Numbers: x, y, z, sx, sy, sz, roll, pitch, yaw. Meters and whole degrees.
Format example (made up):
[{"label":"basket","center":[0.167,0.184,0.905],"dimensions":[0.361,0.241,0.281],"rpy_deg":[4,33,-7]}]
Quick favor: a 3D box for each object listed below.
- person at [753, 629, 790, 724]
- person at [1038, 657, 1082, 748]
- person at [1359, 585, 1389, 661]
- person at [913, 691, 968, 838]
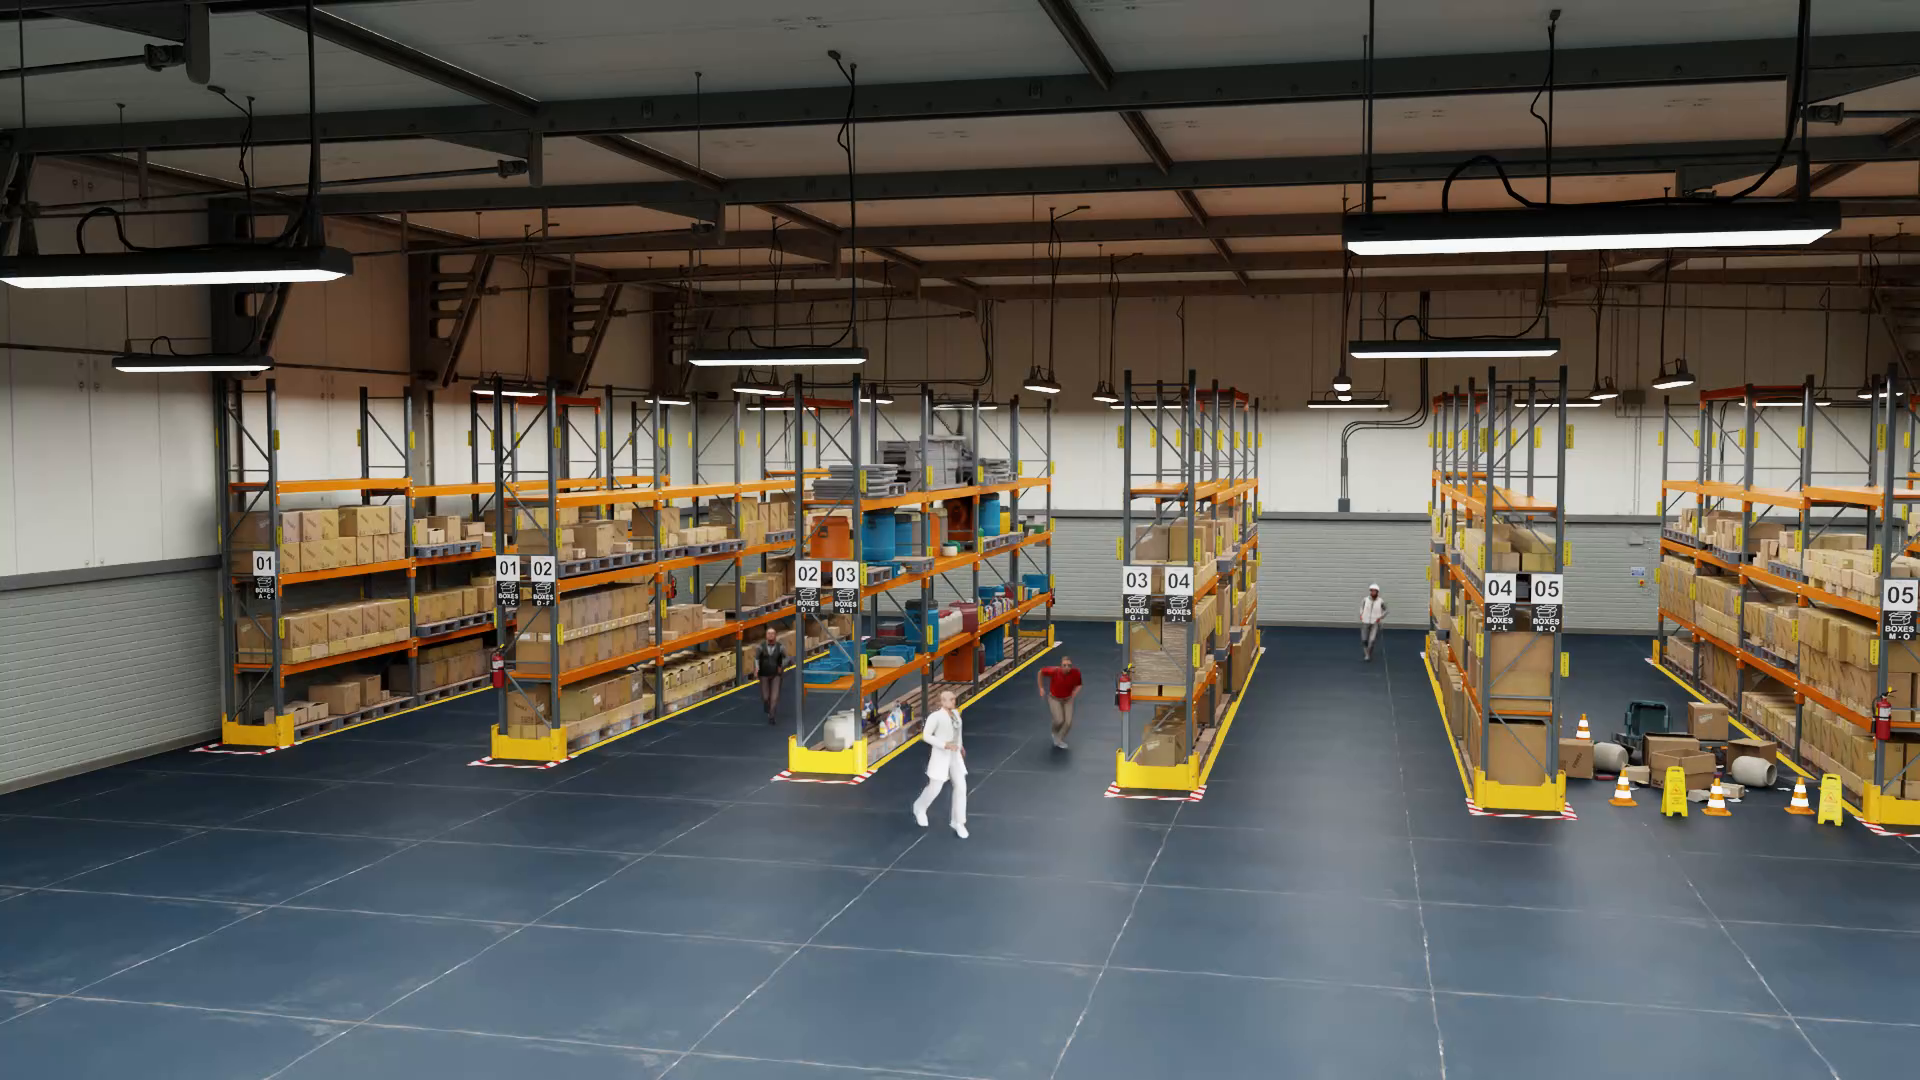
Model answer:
[{"label":"person","center":[-3.343,2.404,29.446],"dimensions":[0.659,1.677,0.589],"rpy_deg":[0,3,-5]},{"label":"person","center":[1.603,2.666,26.833],"dimensions":[0.695,1.458,0.807],"rpy_deg":[-1,3,-11]},{"label":"person","center":[9.419,1.876,37.905],"dimensions":[0.681,1.736,0.619],"rpy_deg":[2,4,25]},{"label":"person","center":[-0.180,2.836,21.295],"dimensions":[0.750,1.809,1.004],"rpy_deg":[-3,5,-41]}]
